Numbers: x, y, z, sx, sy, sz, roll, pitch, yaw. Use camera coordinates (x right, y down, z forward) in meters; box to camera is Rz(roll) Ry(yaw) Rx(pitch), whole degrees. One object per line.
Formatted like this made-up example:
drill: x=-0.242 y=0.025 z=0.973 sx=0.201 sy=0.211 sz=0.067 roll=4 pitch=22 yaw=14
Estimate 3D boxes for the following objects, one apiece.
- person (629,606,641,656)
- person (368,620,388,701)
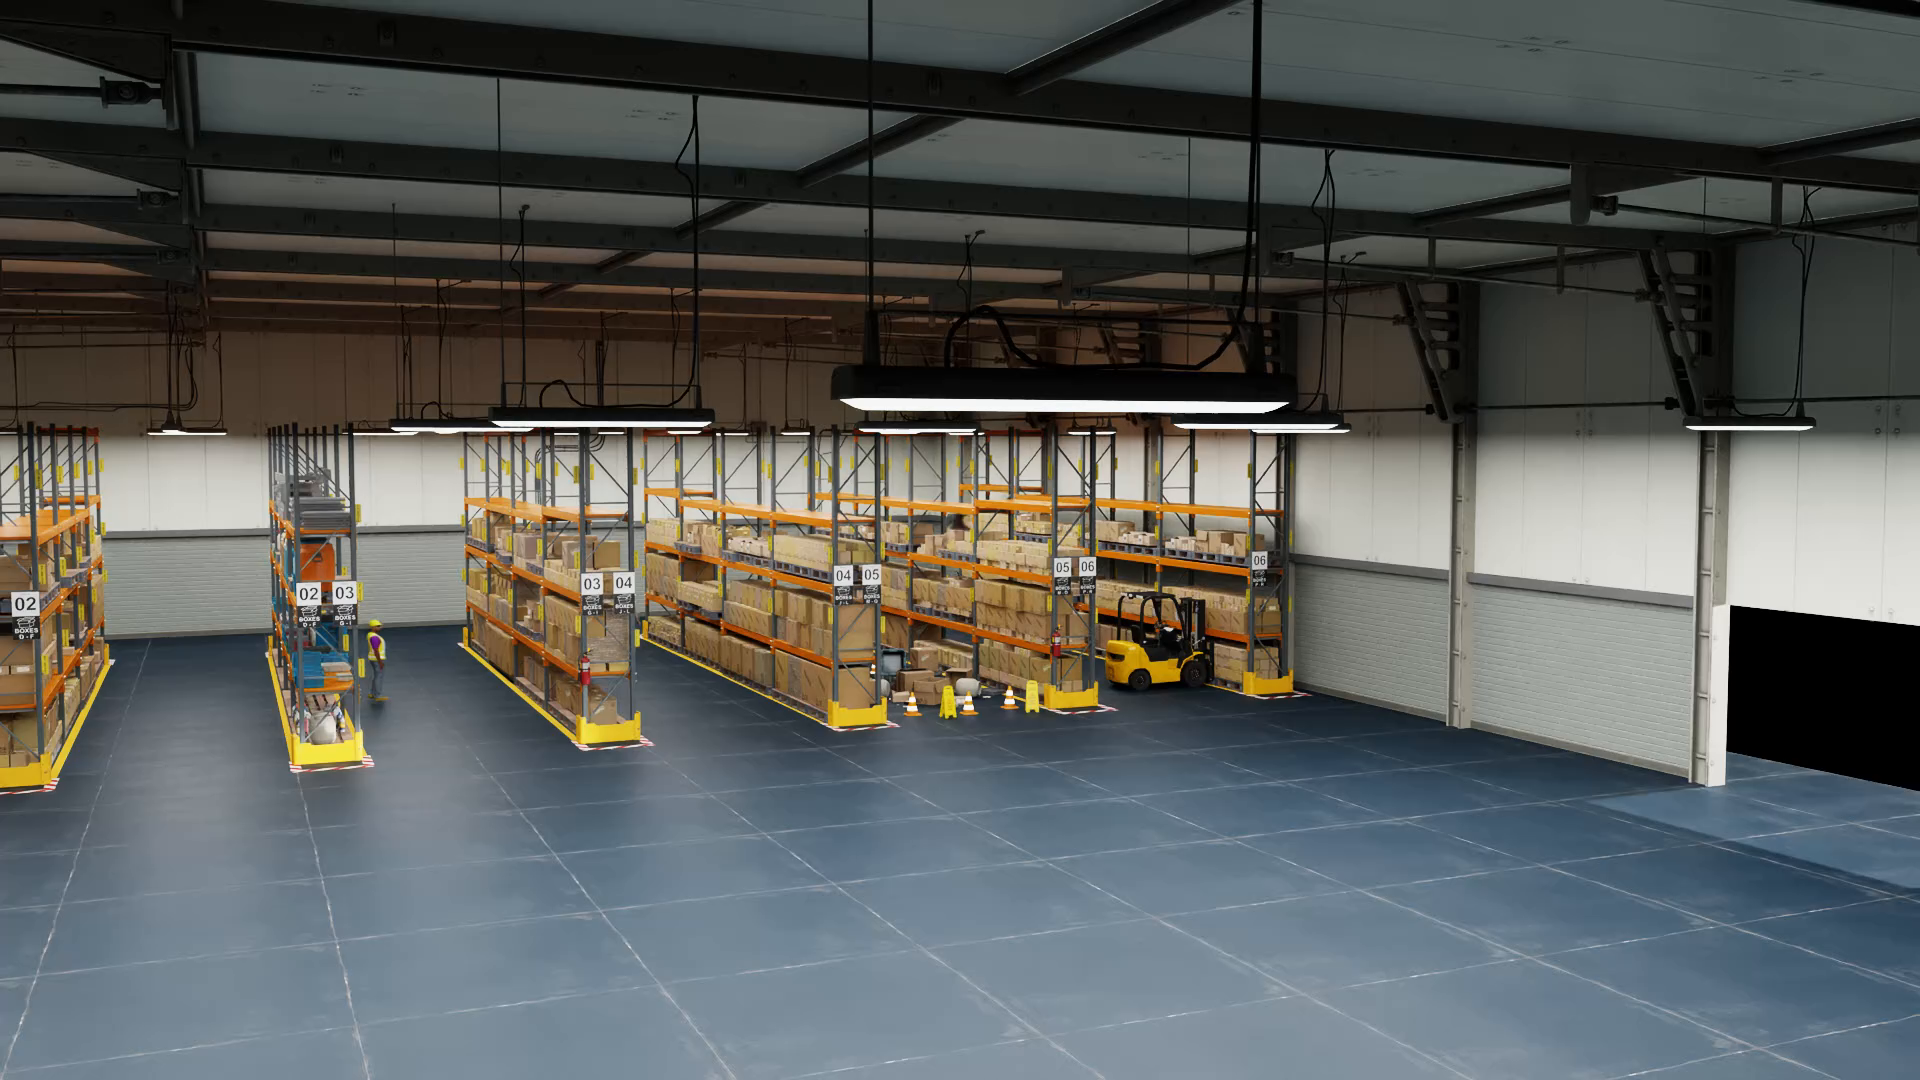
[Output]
person: x=-8.755 y=2.209 z=43.848 sx=0.643 sy=1.677 sz=1.026 roll=-1 pitch=4 yaw=-21
person: x=-12.696 y=2.619 z=36.247 sx=0.423 sy=1.772 sz=0.591 roll=-3 pitch=5 yaw=-41
